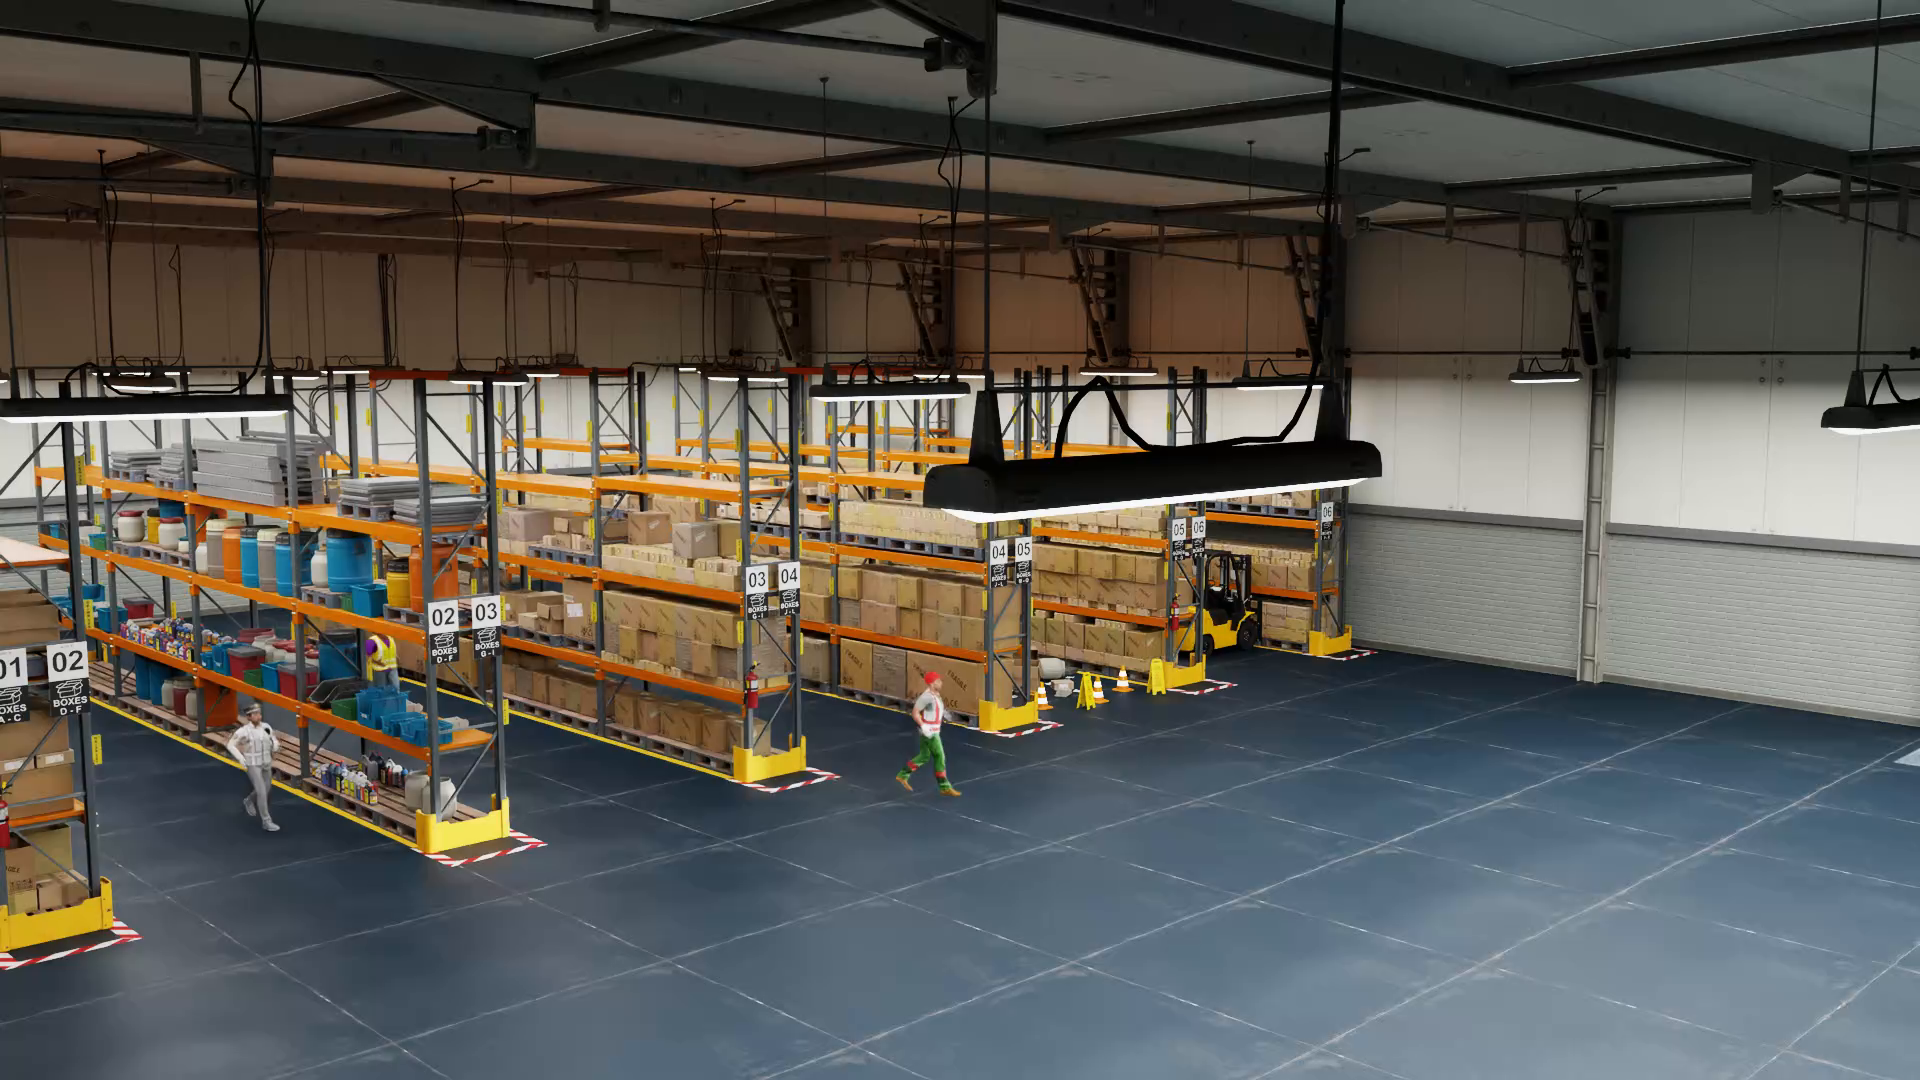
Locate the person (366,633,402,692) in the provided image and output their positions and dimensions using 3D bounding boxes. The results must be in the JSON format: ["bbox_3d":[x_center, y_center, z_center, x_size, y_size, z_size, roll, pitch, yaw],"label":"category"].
[{"bbox_3d":[-9.942,2.236,28.726,0.932,1.754,0.712,5,8,38],"label":"person"}]

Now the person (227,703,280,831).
[{"bbox_3d":[-9.359,2.991,22.144,0.877,1.670,0.622,4,8,34],"label":"person"}]

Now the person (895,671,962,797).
[{"bbox_3d":[-0.454,2.740,23.681,0.963,1.781,0.648,0,6,3],"label":"person"}]
